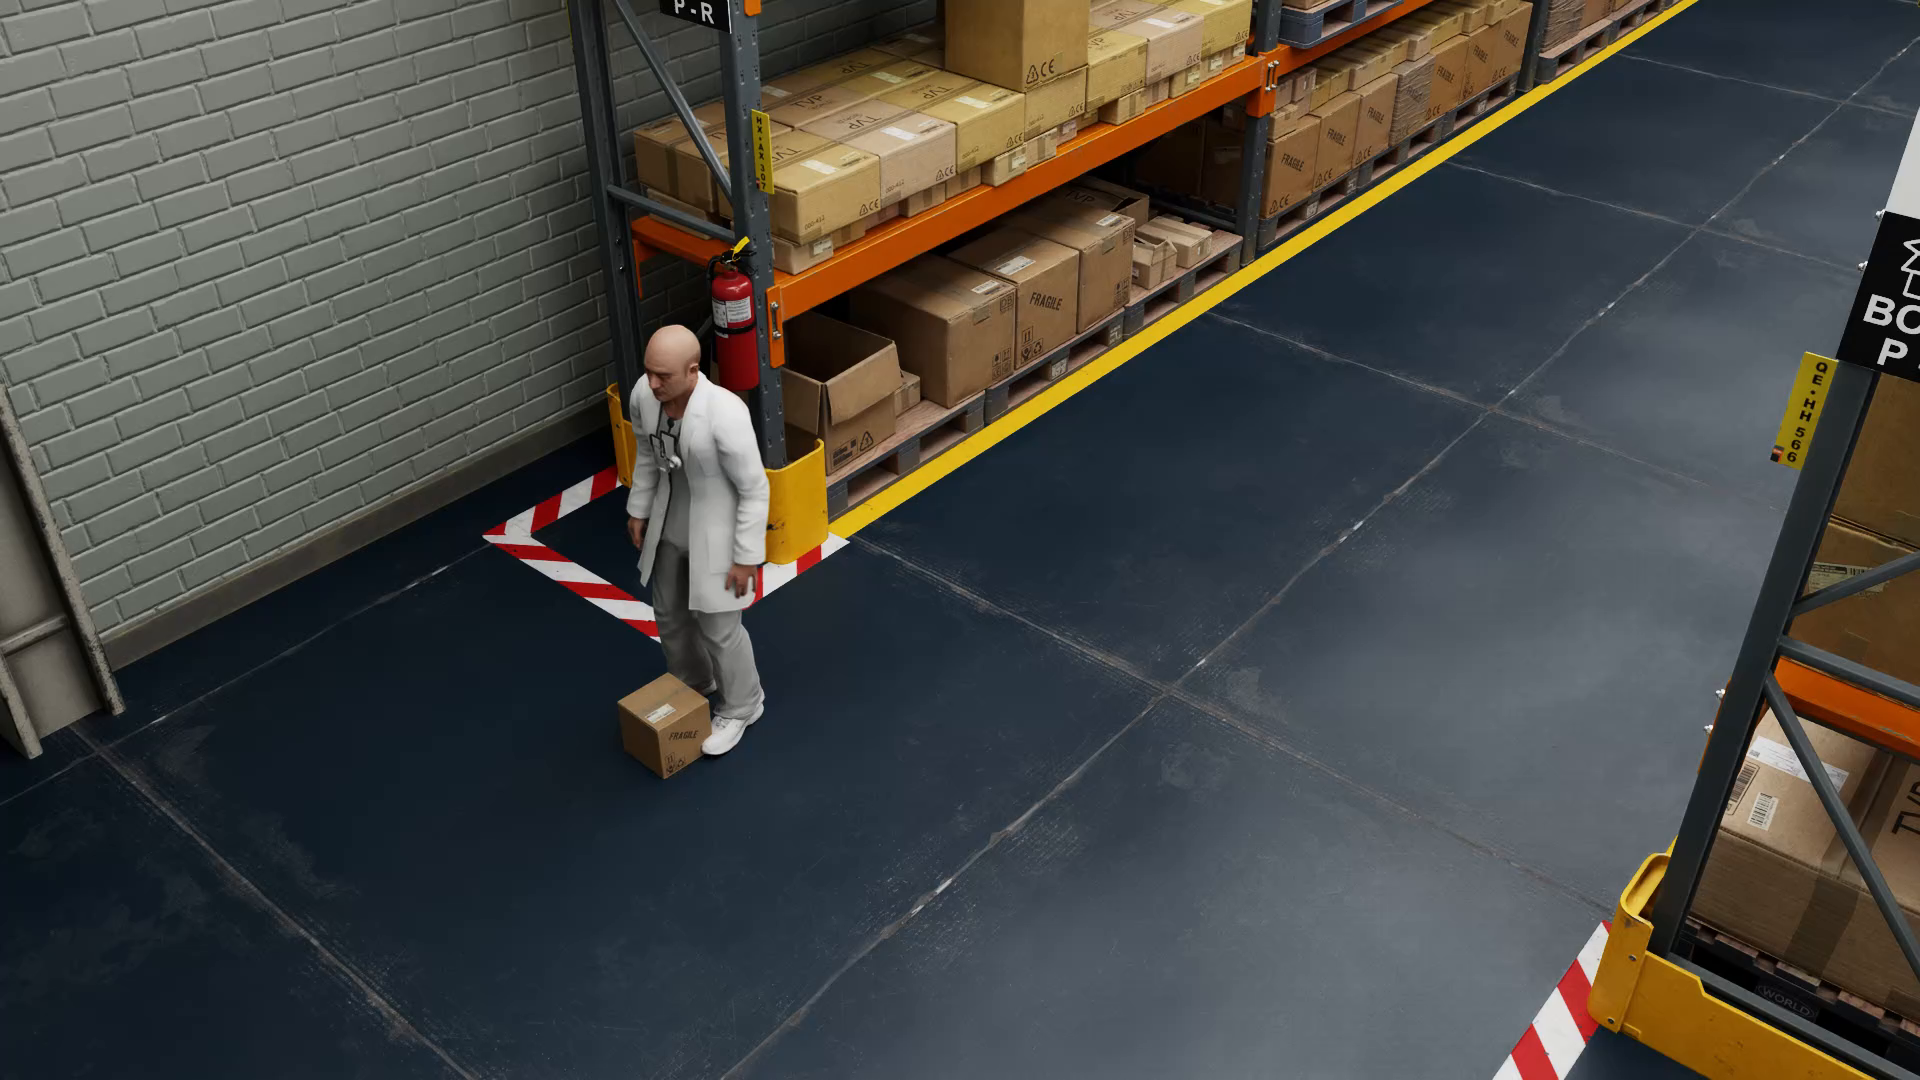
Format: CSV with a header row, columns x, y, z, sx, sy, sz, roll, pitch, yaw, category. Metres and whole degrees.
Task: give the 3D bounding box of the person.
x,y,z,sx,sy,sz,roll,pitch,yaw,category
-0.973,-0.013,6.176,0.654,1.774,0.421,23,41,30,person
